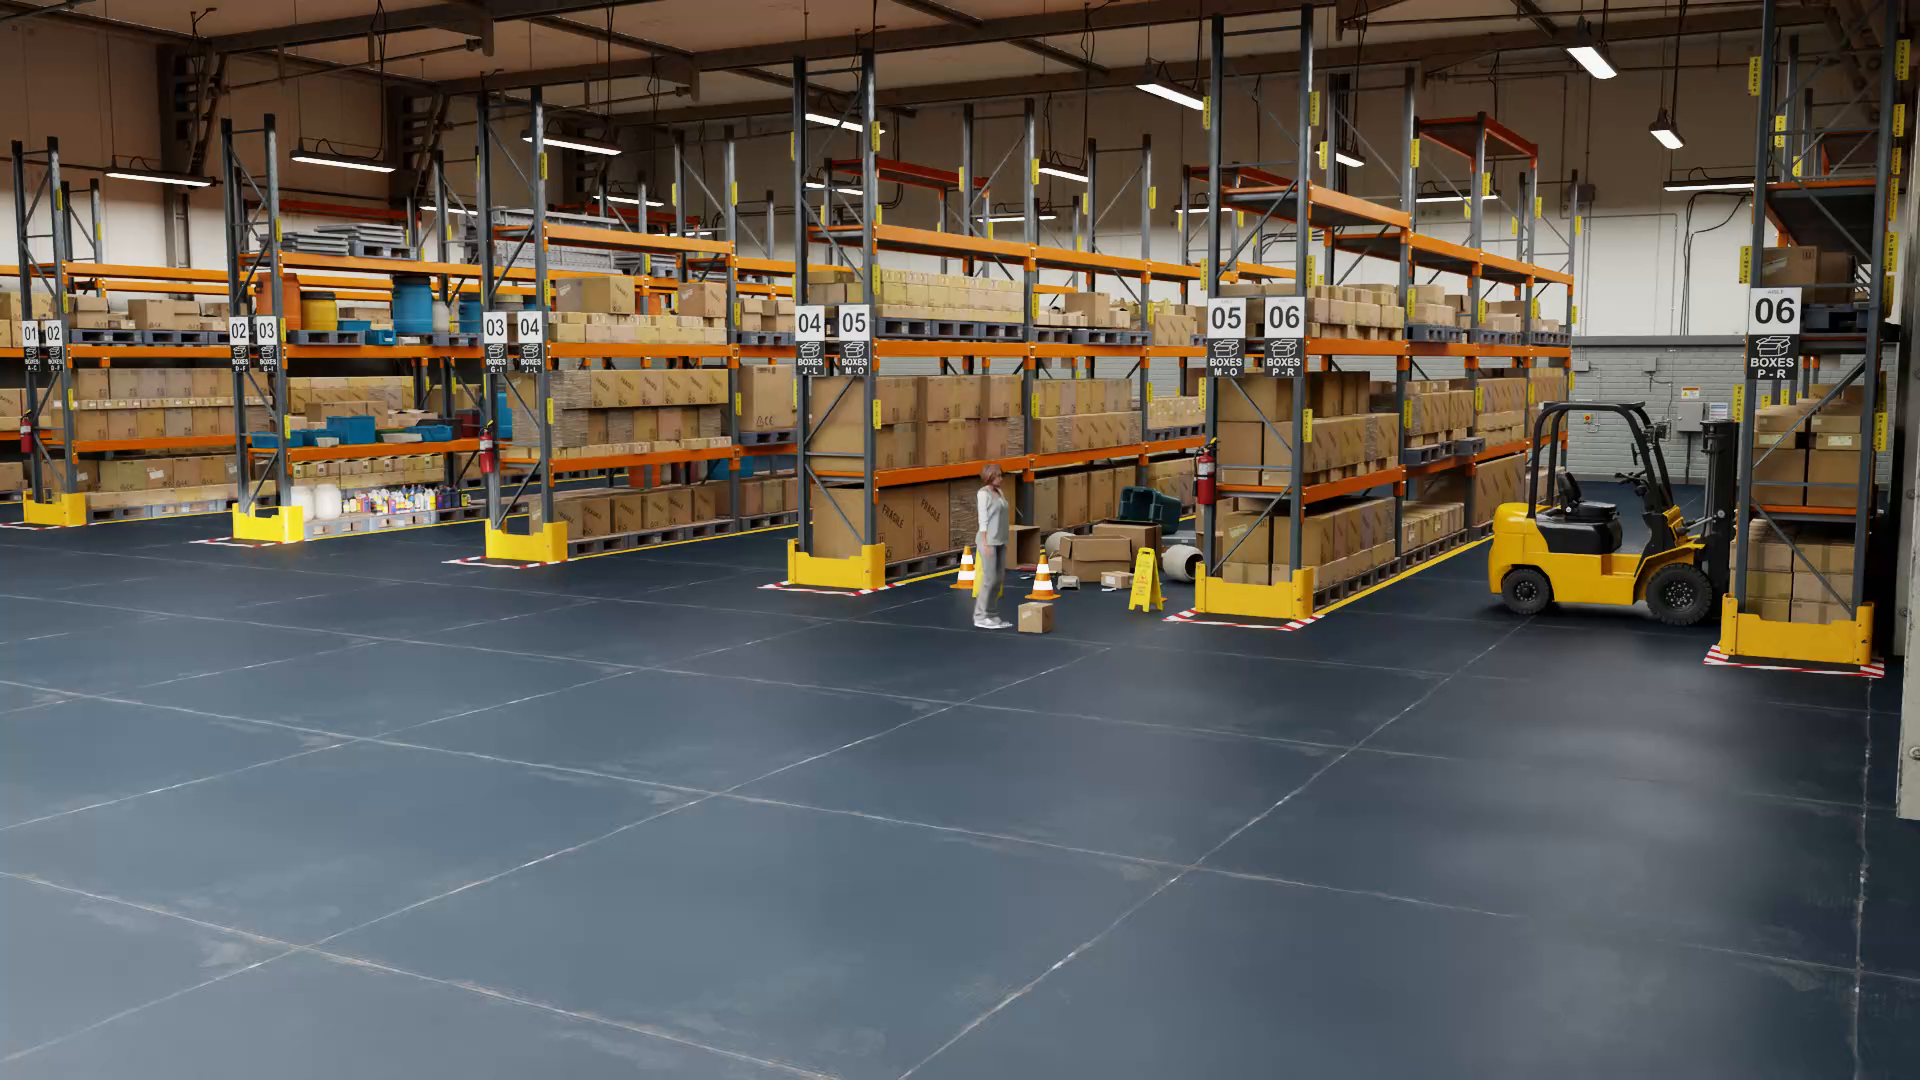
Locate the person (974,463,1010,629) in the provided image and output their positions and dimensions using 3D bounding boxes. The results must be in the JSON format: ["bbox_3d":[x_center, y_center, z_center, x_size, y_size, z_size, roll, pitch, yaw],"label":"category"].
[{"bbox_3d":[0.317,0.062,16.110,0.310,1.617,0.406,4,7,30],"label":"person"}]
